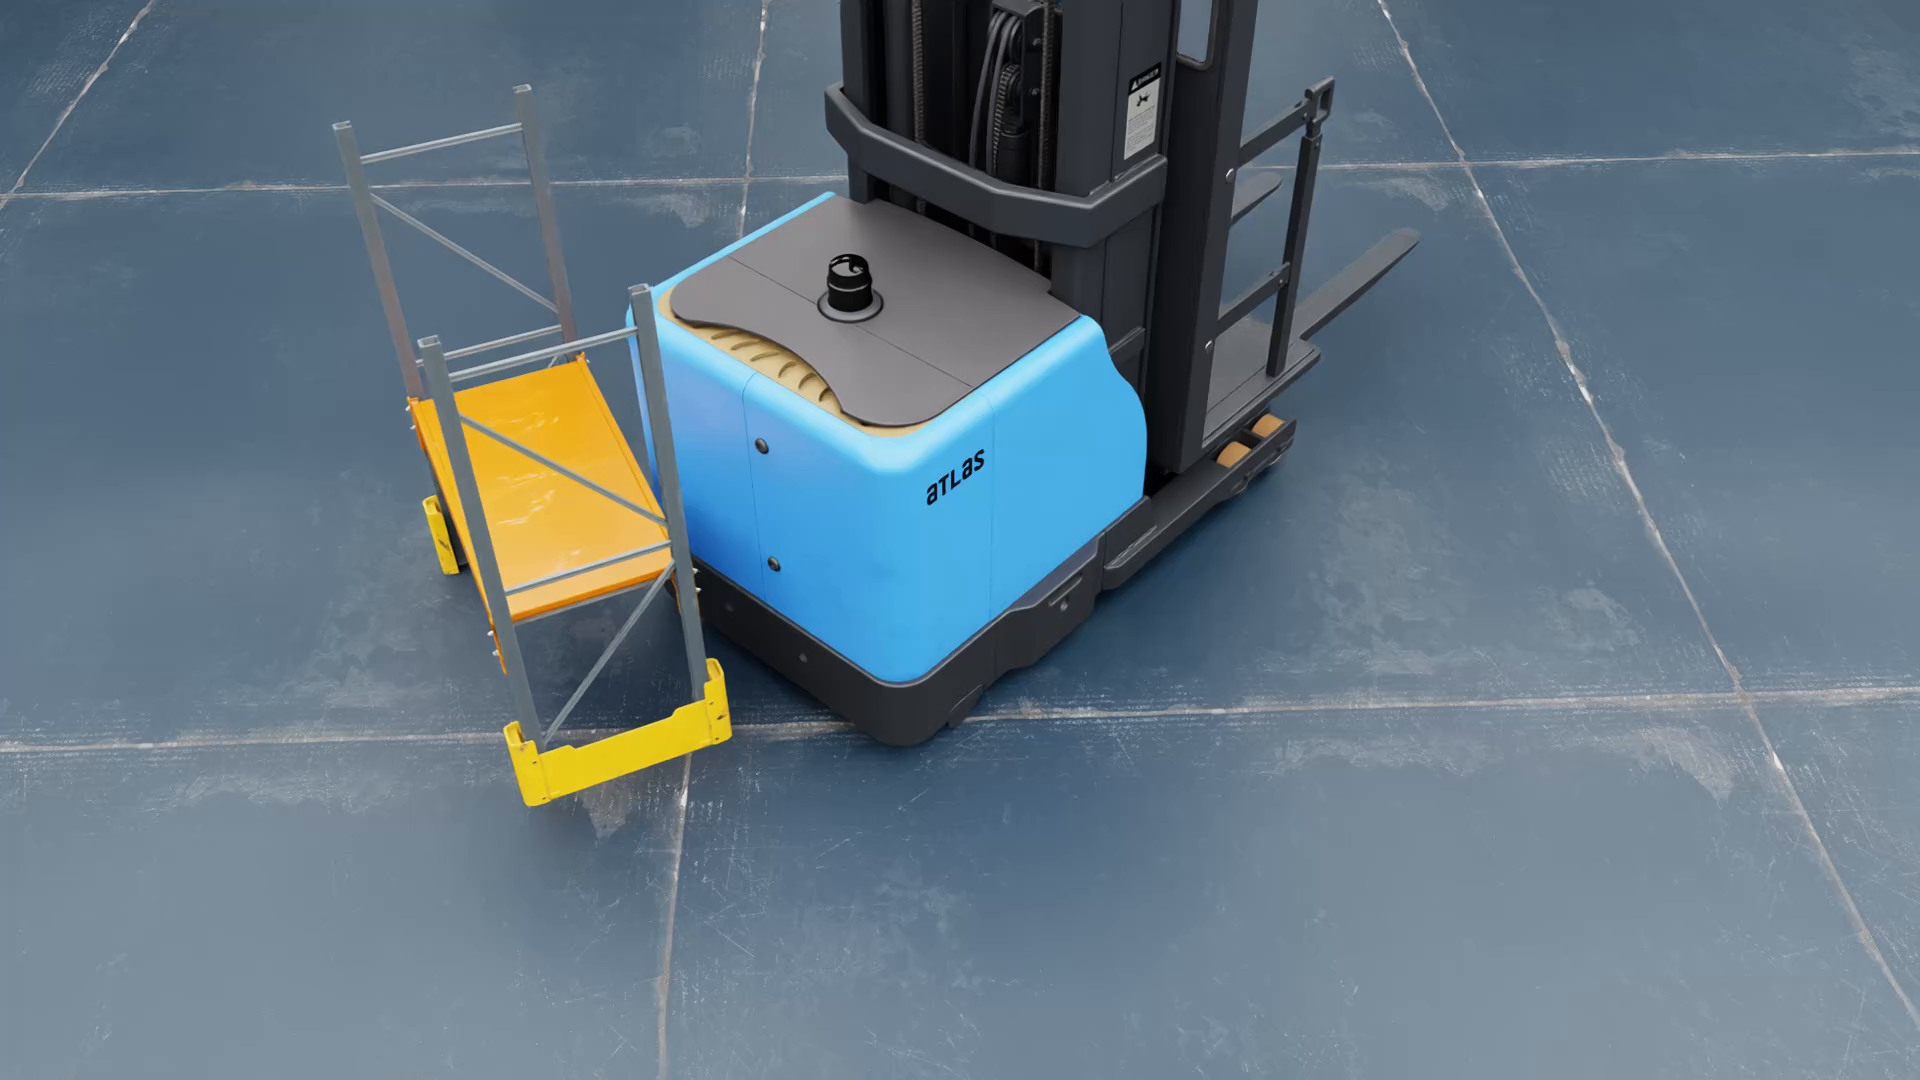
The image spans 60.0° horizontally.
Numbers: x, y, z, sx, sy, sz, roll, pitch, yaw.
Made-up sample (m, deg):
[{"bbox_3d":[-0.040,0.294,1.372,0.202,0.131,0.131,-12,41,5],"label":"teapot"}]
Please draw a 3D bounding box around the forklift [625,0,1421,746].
[{"bbox_3d":[0.458,-1.436,4.648,1.130,2.935,3.031,31,51,29],"label":"forklift"}]

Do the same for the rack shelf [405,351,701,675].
[{"bbox_3d":[-1.123,-0.107,4.523,0.538,0.185,1.000,-18,45,-18],"label":"rack shelf"}]

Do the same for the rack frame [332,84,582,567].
[{"bbox_3d":[-1.341,-0.551,4.741,0.500,1.500,0.032,-18,45,-18],"label":"rack frame"}]

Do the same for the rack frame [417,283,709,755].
[{"bbox_3d":[-0.906,0.071,4.063,0.500,1.500,0.032,-18,45,-18],"label":"rack frame"}]

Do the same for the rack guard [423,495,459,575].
[{"bbox_3d":[-1.340,-0.089,5.162,0.587,0.250,0.087,-18,45,-18],"label":"rack guard"}]

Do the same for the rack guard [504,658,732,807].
[{"bbox_3d":[-0.915,0.520,4.498,0.587,0.250,0.087,-18,45,-18],"label":"rack guard"}]

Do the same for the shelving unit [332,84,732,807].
[{"bbox_3d":[-1.127,-0.245,4.408,0.587,1.500,1.083,-18,45,-18],"label":"shelving unit"}]
